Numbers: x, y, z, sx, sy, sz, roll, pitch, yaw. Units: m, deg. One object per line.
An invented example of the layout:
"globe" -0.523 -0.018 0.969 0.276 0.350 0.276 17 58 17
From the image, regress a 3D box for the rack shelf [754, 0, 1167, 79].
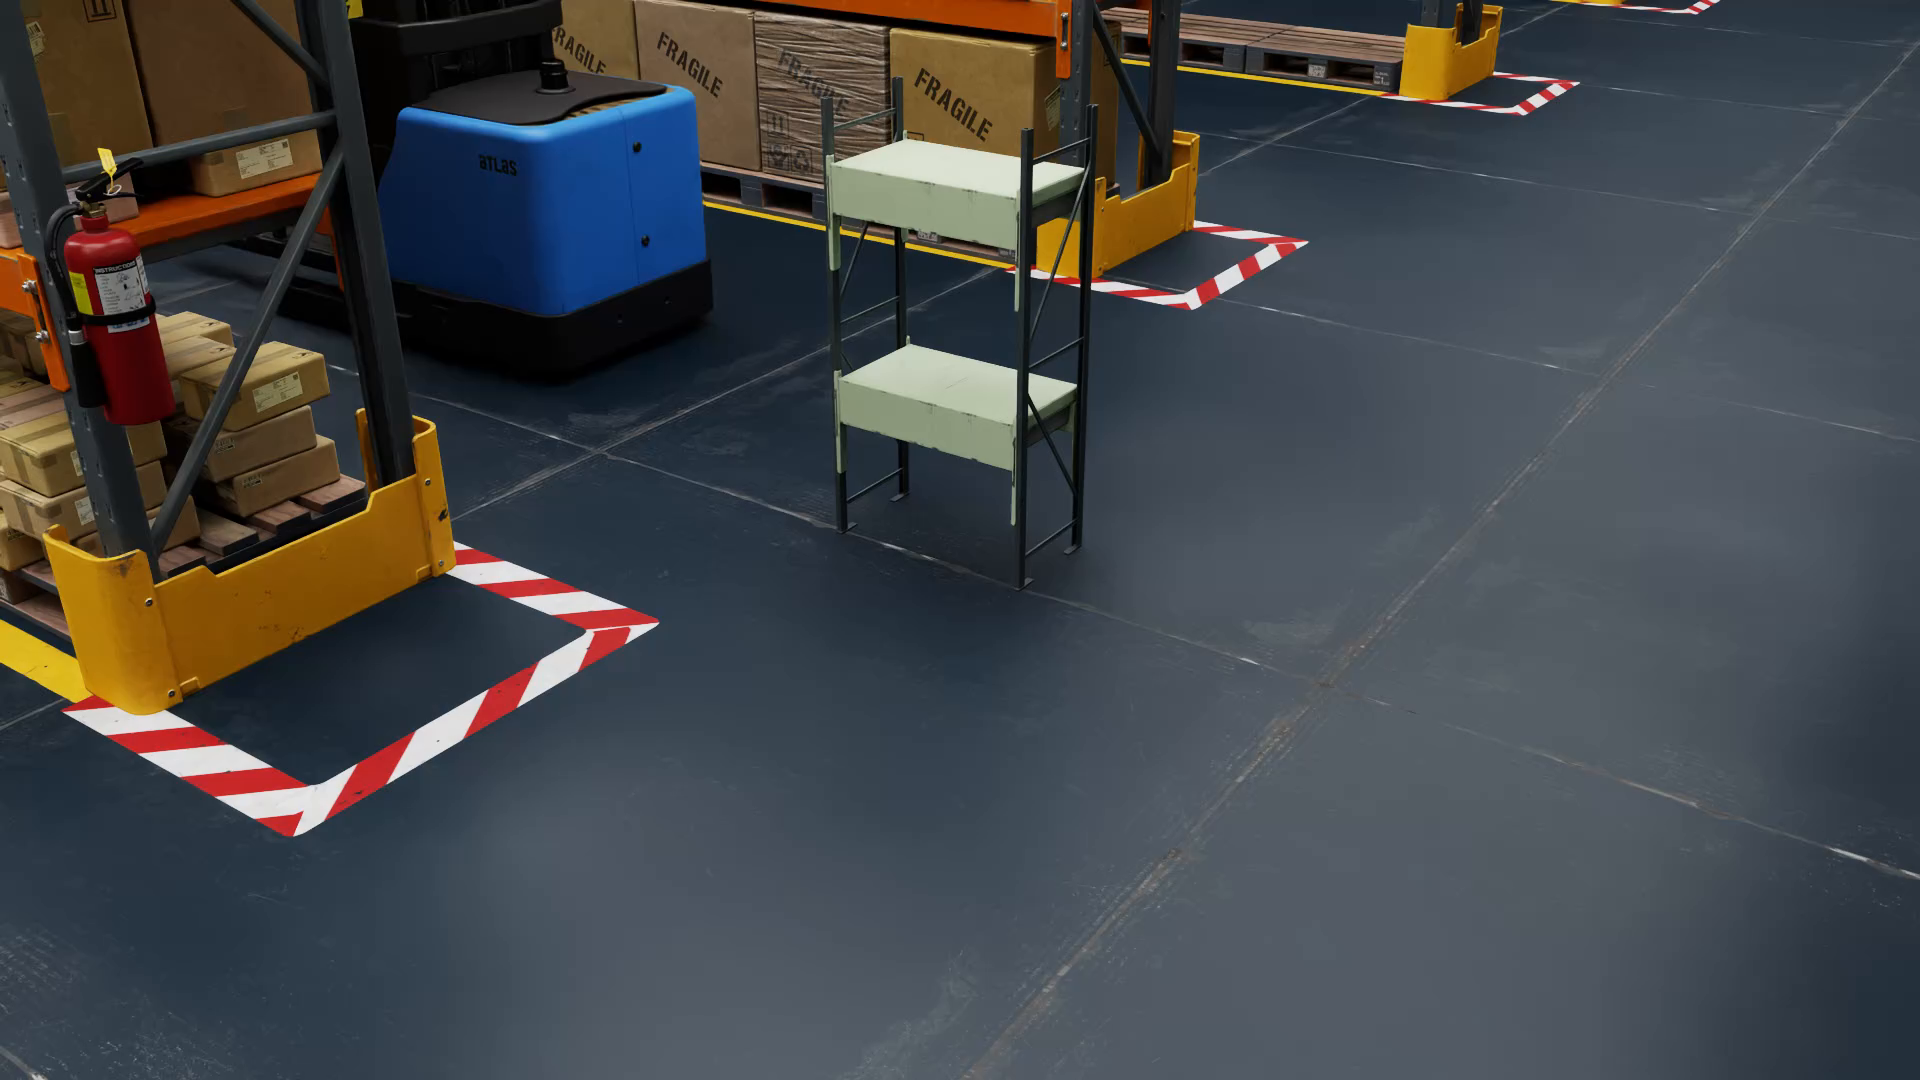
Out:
"rack shelf" -0.833 -3.087 9.301 4.000 0.370 1.077 17 32 30

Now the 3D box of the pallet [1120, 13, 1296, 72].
"pallet" 1.960 -4.043 13.461 1.213 0.211 1.003 17 32 30

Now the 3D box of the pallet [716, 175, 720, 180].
"pallet" -1.899 -2.454 10.339 1.213 0.211 1.003 17 32 30

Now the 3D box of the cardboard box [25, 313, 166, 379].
"cardboard box" -2.997 -0.680 5.803 0.250 0.149 0.380 16 31 28

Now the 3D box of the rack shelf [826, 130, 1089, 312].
"rack shelf" -0.006 -1.018 5.236 0.720 0.370 0.431 17 32 30

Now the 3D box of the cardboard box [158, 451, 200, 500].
"cardboard box" -2.589 -0.273 5.659 0.250 0.149 0.380 17 32 30

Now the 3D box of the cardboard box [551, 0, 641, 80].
"cardboard box" -1.983 -2.962 10.142 0.875 0.875 0.875 17 32 30

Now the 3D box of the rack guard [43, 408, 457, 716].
"rack guard" -2.139 0.029 5.142 0.348 0.500 1.175 17 32 30

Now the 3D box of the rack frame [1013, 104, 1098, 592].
"rack frame" 0.296 -0.576 5.229 0.023 1.500 0.400 17 32 30

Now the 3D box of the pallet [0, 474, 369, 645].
"pallet" -2.788 -0.064 5.643 1.213 0.211 1.003 17 32 30

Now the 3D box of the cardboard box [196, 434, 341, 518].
"cardboard box" -2.327 -0.236 5.587 0.250 0.149 0.380 18 32 31

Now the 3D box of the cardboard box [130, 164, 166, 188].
"cardboard box" -2.391 -1.209 5.096 0.250 0.149 0.380 19 32 32

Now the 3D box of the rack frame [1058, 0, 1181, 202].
"rack frame" 0.815 -2.894 8.129 0.127 3.000 1.000 17 32 30

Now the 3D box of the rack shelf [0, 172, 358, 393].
"rack shelf" -3.725 -1.258 5.709 4.000 0.370 1.077 17 32 30

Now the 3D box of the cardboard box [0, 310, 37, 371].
"cardboard box" -3.221 -0.755 5.950 0.250 0.149 0.380 19 32 32

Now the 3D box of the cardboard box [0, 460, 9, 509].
"cardboard box" -2.858 -0.231 5.248 0.250 0.149 0.380 16 31 29

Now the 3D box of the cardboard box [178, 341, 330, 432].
"cardboard box" -2.316 -0.509 5.467 0.250 0.149 0.380 16 31 28

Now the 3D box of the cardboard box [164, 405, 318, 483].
"cardboard box" -2.363 -0.345 5.473 0.250 0.149 0.380 19 32 32

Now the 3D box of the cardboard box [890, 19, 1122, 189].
"cardboard box" 0.243 -2.268 8.780 0.875 0.875 0.875 17 32 30

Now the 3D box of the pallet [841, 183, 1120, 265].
"pallet" 0.112 -1.827 9.107 1.213 0.211 1.003 17 32 30

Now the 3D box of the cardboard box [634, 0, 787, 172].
"cardboard box" -1.241 -2.731 9.688 0.875 0.875 0.875 17 32 30

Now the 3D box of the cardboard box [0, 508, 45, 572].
"cardboard box" -2.897 -0.067 5.255 0.250 0.149 0.380 18 32 32

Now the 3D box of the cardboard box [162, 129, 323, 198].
"cardboard box" -2.158 -1.159 4.998 0.250 0.149 0.380 17 32 30

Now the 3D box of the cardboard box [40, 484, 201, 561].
"cardboard box" -2.628 -0.039 5.200 0.250 0.149 0.380 18 32 31

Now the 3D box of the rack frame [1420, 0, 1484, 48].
"rack frame" 3.620 -4.745 11.768 0.127 3.000 1.000 17 32 30

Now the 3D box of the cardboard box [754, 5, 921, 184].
"cardboard box" -0.508 -2.502 9.239 0.875 0.875 0.875 17 32 30

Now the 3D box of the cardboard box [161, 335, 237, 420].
"cardboard box" -2.611 -0.535 5.517 0.250 0.149 0.380 18 32 31

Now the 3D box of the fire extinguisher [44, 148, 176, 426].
"fire extinguisher" -2.130 -0.628 4.172 0.183 0.674 0.296 17 32 30

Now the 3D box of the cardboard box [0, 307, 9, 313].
"cardboard box" -3.412 -0.839 6.116 0.250 0.149 0.380 18 32 31

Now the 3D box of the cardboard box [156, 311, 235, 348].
"cardboard box" -2.746 -0.647 5.739 0.250 0.149 0.380 17 32 30

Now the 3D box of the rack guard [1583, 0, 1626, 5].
"rack guard" 6.365 -5.502 16.010 0.348 0.500 1.175 17 32 30

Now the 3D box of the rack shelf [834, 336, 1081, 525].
"rack shelf" -0.006 -0.380 5.561 0.720 0.370 0.431 17 32 30

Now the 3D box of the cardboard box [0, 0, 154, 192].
"cardboard box" -2.592 -1.262 4.484 0.500 0.500 0.500 18 32 31

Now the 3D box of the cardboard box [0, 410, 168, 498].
"cardboard box" -2.656 -0.288 5.034 0.250 0.149 0.380 18 32 31

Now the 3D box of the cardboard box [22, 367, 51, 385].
"cardboard box" -3.231 -0.605 5.985 0.250 0.149 0.380 16 31 28

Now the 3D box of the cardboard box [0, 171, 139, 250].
"cardboard box" -2.505 -0.931 4.550 0.250 0.149 0.380 17 32 30

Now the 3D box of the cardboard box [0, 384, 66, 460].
"cardboard box" -2.831 -0.374 5.203 0.250 0.149 0.380 18 32 31

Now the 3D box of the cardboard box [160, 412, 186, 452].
"cardboard box" -2.556 -0.437 5.653 0.250 0.149 0.380 17 32 30

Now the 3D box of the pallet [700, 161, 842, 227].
"pallet" -0.889 -2.141 9.724 1.213 0.211 1.003 17 32 30

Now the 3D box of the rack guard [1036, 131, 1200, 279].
"rack guard" 0.835 -1.774 8.684 0.348 0.500 1.175 17 32 30

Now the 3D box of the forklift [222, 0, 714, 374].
"forklift" -2.657 -2.507 7.445 3.031 2.935 1.130 16 31 29

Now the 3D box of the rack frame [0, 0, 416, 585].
"rack frame" -2.076 -1.065 4.536 0.127 3.000 1.000 17 32 30

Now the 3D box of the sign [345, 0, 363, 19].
"sign" -1.769 -1.654 4.739 0.005 0.325 0.100 17 32 30

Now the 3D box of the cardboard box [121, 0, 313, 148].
"cardboard box" -2.290 -1.461 4.876 0.500 0.500 0.500 19 33 33

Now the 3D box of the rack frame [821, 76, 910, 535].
"rack frame" -0.307 -0.764 5.598 0.023 1.500 0.400 17 32 30

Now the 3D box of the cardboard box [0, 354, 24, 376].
"cardboard box" -3.294 -0.484 5.417 0.250 0.149 0.380 16 31 28

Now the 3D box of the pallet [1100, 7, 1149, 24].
"pallet" 0.951 -4.356 14.076 1.213 0.211 1.003 17 32 30

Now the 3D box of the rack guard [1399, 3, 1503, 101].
"rack guard" 3.647 -3.630 12.332 0.348 0.500 1.175 17 32 30

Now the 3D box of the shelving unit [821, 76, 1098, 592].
"shelving unit" -0.006 -0.670 5.413 0.755 1.500 0.431 17 32 30

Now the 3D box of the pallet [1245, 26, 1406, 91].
"pallet" 2.962 -3.729 12.845 1.213 0.211 1.003 17 32 30

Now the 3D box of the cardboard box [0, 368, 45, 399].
"cardboard box" -3.116 -0.393 5.240 0.250 0.149 0.380 17 31 29

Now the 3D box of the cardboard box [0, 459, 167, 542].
"cardboard box" -2.673 -0.143 5.077 0.250 0.149 0.380 16 31 29
